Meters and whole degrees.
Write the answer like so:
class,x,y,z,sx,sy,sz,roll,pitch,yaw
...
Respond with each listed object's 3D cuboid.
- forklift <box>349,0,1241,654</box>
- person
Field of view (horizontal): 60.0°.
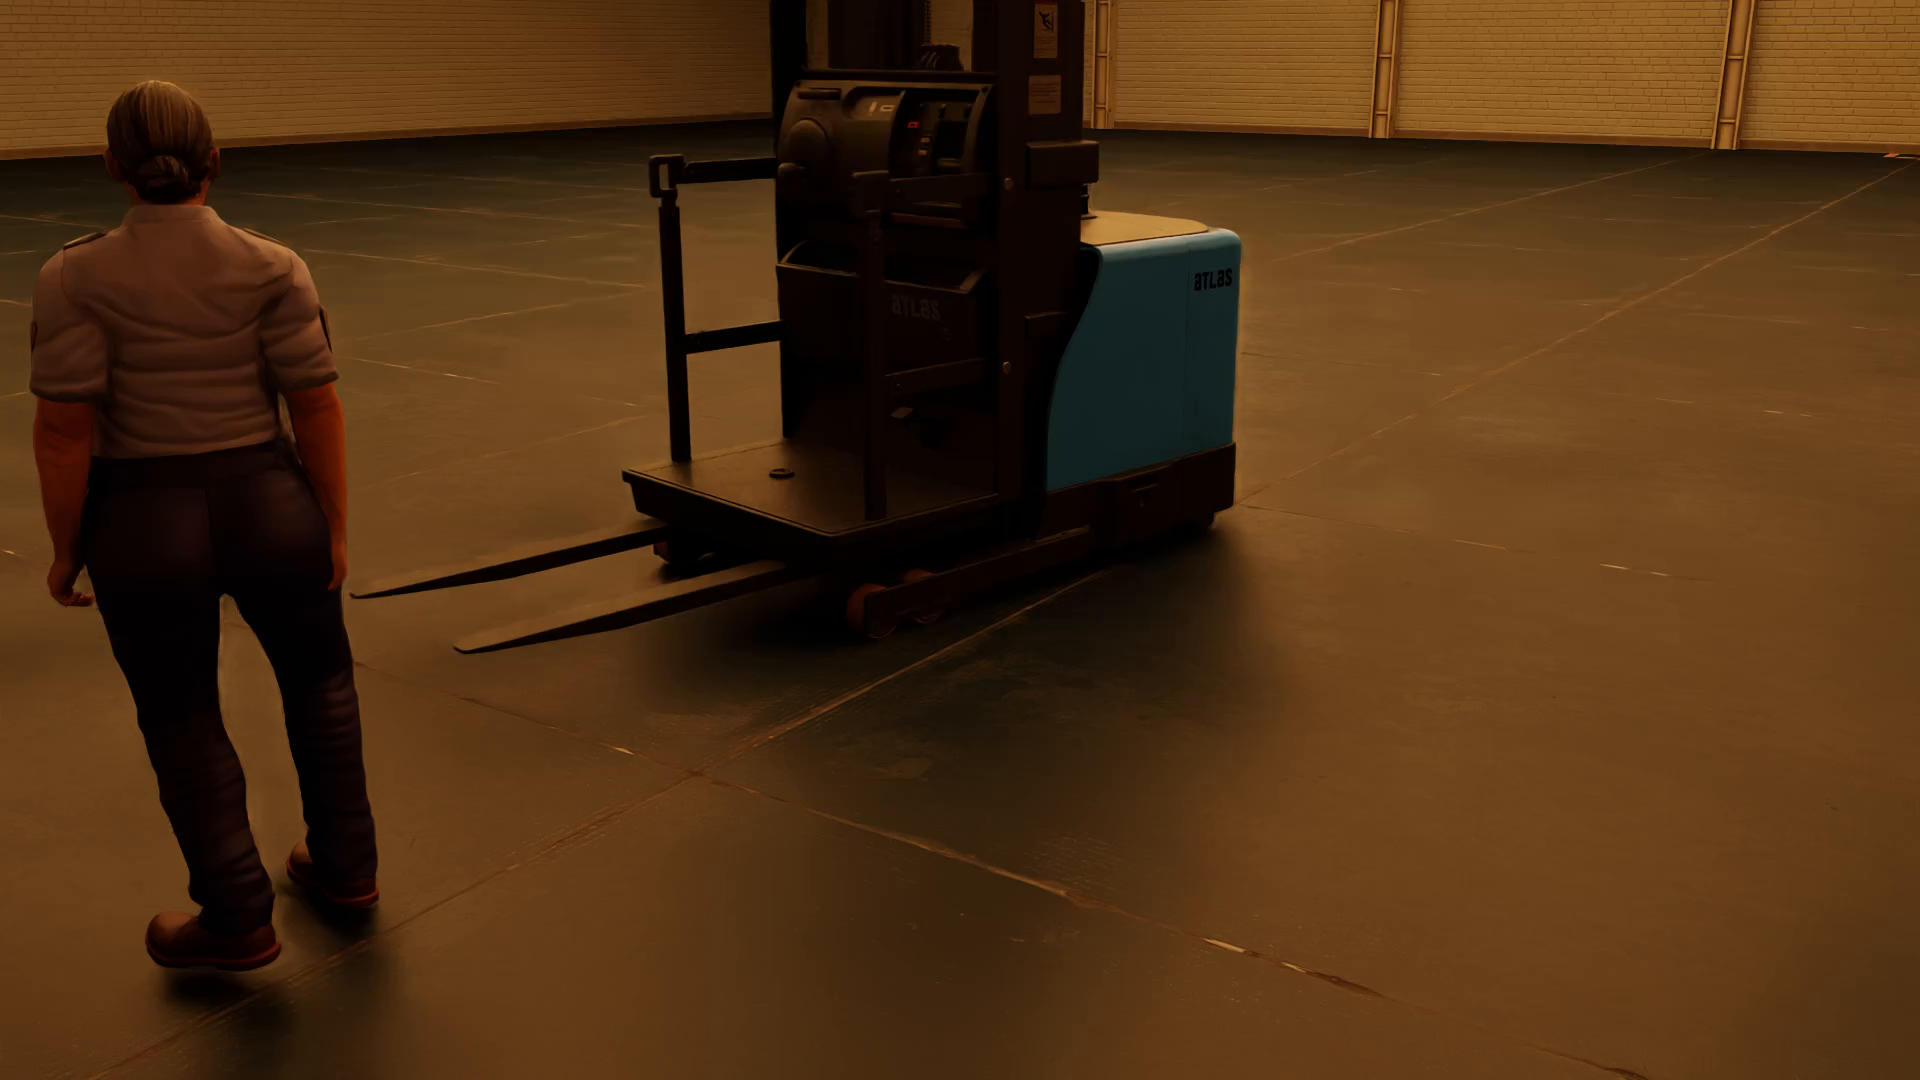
class,x,y,z,sx,sy,sz,roll,pitch,yaw
forklift,-0.402,-1.276,5.098,3.031,2.935,1.130,-15,23,-42
person,-1.404,-0.002,3.078,0.516,1.608,0.465,-9,19,-28
